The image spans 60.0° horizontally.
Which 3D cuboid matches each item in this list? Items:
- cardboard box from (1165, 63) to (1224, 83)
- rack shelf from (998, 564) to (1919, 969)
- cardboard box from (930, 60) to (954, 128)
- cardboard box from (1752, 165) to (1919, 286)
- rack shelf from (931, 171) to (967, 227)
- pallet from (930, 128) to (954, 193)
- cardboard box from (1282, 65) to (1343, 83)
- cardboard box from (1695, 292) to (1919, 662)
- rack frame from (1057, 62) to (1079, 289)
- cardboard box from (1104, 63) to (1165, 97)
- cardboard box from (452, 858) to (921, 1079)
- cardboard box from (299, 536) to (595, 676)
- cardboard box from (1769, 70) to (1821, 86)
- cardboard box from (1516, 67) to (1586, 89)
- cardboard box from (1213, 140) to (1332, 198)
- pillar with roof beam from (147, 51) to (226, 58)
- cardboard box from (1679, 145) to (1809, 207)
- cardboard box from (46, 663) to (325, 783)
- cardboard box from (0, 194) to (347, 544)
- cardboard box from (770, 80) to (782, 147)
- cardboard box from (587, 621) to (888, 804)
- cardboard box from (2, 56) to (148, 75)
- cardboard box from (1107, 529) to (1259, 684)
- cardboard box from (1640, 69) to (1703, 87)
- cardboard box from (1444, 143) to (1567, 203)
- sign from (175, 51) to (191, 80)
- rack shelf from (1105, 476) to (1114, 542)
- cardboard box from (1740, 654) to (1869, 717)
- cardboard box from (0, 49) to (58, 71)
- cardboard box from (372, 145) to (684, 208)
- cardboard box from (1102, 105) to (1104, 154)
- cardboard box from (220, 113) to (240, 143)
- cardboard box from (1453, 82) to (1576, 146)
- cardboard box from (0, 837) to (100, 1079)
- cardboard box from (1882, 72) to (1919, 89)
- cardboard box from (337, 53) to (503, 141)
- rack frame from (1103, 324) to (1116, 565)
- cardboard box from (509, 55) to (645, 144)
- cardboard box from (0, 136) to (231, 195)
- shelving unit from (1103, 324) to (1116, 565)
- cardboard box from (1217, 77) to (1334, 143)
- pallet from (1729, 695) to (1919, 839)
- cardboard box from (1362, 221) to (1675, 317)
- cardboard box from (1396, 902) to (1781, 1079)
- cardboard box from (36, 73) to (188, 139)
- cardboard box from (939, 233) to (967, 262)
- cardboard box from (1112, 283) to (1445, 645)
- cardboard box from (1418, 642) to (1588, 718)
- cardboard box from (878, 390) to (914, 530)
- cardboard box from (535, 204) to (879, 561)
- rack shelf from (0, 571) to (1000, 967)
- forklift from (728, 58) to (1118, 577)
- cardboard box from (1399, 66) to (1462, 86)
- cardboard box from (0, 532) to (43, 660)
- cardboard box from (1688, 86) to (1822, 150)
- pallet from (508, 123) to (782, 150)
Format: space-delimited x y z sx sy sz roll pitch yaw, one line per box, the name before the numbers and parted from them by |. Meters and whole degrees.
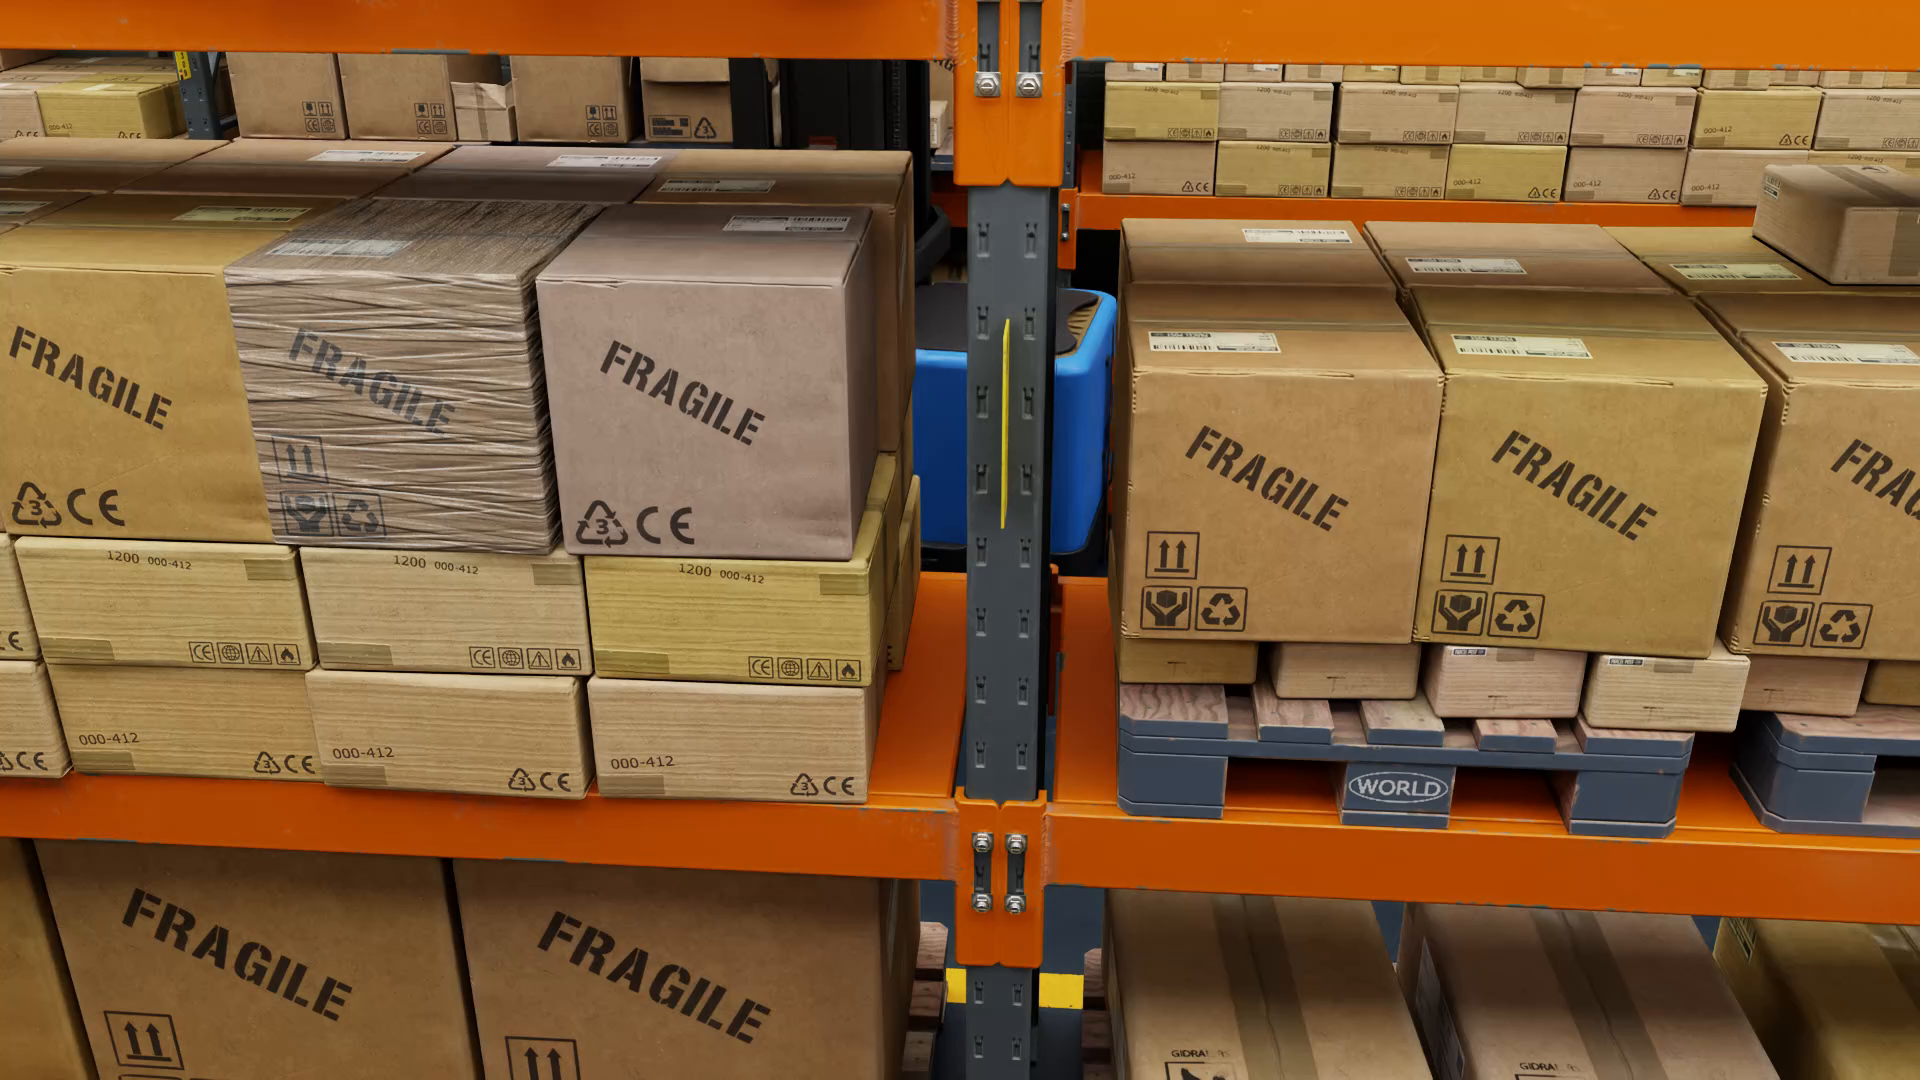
cardboard box | 1.050 -2.159 7.457 0.250 0.149 0.380 2 25 5
rack shelf | 2.106 0.500 3.435 4.000 0.370 1.077 2 25 4
cardboard box | -0.013 -2.277 7.989 0.500 0.500 0.500 3 25 6
cardboard box | 1.765 -0.622 3.259 0.250 0.149 0.380 1 25 1
rack shelf | -1.506 -1.697 8.209 4.000 0.370 1.077 2 25 4
pallet | -0.193 -1.865 7.943 1.003 0.211 1.213 2 25 4
cardboard box | 1.570 -2.158 7.456 0.250 0.149 0.380 2 25 5
cardboard box | 1.593 -0.123 2.951 0.500 0.500 0.500 2 25 5
rack frame | 0.488 -1.959 7.920 0.127 3.000 1.000 2 25 4
cardboard box | 0.957 -2.220 8.067 0.500 0.250 0.500 2 25 5
cardboard box | -0.570 0.827 3.903 0.875 0.875 0.875 2 25 4
cardboard box | -0.902 0.026 3.186 0.500 0.250 0.500 1 25 3
cardboard box | 3.620 -2.120 7.374 0.250 0.149 0.380 2 25 4
cardboard box | 2.573 -2.095 7.318 0.250 0.149 0.380 1 25 3
cardboard box | 1.413 -1.757 7.659 0.500 0.250 0.500 1 25 3
pillar with roof beam | -4.455 -3.416 3.909 0.400 9.000 9.100 2 25 4
cardboard box | 3.452 -1.684 7.501 0.500 0.250 0.500 2 25 4
cardboard box | -1.423 0.237 3.326 0.500 0.250 0.500 2 25 3
cardboard box | -1.430 -0.329 3.061 0.500 0.500 0.500 2 25 4
cardboard box | -0.588 -1.981 7.644 0.500 0.250 0.500 1 25 2
cardboard box | -0.412 0.270 3.255 0.500 0.250 0.500 1 25 2
cardboard box | -4.474 -2.296 8.475 0.500 0.250 0.500 2 25 4
cardboard box | 0.422 0.121 3.197 0.250 0.149 0.380 0 25 1
cardboard box | 3.092 -2.108 7.347 0.250 0.149 0.380 1 25 3
cardboard box | 2.444 -1.726 7.592 0.500 0.250 0.500 3 25 6
sign | -3.534 -2.254 7.525 0.005 0.325 0.100 2 25 4
rack shelf | 0.749 -0.139 6.987 0.240 0.259 0.215 5 25 11
cardboard box | 1.490 0.164 3.103 0.250 0.149 0.380 3 25 7
cardboard box | -4.964 -2.654 8.355 0.500 0.500 0.500 1 25 3
cardboard box | -0.856 -0.520 3.475 0.500 0.500 0.500 2 25 4
cardboard box | 0.956 -1.983 8.152 0.500 0.250 0.500 1 25 3
cardboard box | -3.814 -2.098 8.522 0.250 0.149 0.380 2 25 4
cardboard box | 2.443 -1.956 7.493 0.500 0.250 0.500 2 25 5
cardboard box | -2.351 0.768 4.032 0.875 0.875 0.875 3 25 6
cardboard box | 4.119 -2.090 7.308 0.250 0.149 0.380 3 25 6
cardboard box | -2.518 -2.198 7.817 0.500 0.500 0.700 2 25 5
rack frame | 0.630 -0.412 6.890 0.008 1.050 0.200 5 25 11
cardboard box | -1.736 -2.173 7.762 0.500 0.500 0.700 2 25 4
cardboard box | -1.874 -0.560 3.563 0.500 0.500 0.500 2 25 5
shelving unit | 0.749 -0.401 6.867 0.252 1.050 0.215 5 25 11
cardboard box | 1.411 -1.986 7.559 0.500 0.250 0.500 3 25 6
pallet | 2.089 0.243 3.363 1.213 0.211 1.003 2 25 4
cardboard box | 1.103 -0.351 3.447 0.500 0.500 0.500 1 25 3
cardboard box | 1.411 1.155 3.793 0.625 0.372 0.950 1 25 3
cardboard box | -4.026 -2.069 7.982 0.500 0.250 0.500 2 25 5
cardboard box | -0.008 -1.456 8.538 0.250 0.149 0.380 3 25 7
cardboard box | 0.543 -0.151 3.012 0.500 0.500 0.500 1 25 3
cardboard box | 0.971 0.172 3.086 0.250 0.149 0.380 0 25 1
cardboard box | -0.374 -0.169 3.609 0.500 0.250 0.500 2 25 4
cardboard box | -0.423 -0.298 2.993 0.500 0.500 0.500 1 25 3
rack shelf | -1.882 0.372 3.713 4.000 0.370 1.077 2 25 4
forklift | -0.897 -1.333 6.641 3.031 2.935 1.130 5 25 11
cardboard box | 2.071 -2.130 7.394 0.250 0.149 0.380 2 25 5
cardboard box | -1.932 0.002 3.239 0.500 0.250 0.500 1 25 2
cardboard box | 3.454 -1.913 7.400 0.500 0.250 0.500 1 25 3
pallet | -1.451 -1.933 8.091 1.213 0.211 1.003 2 25 4
